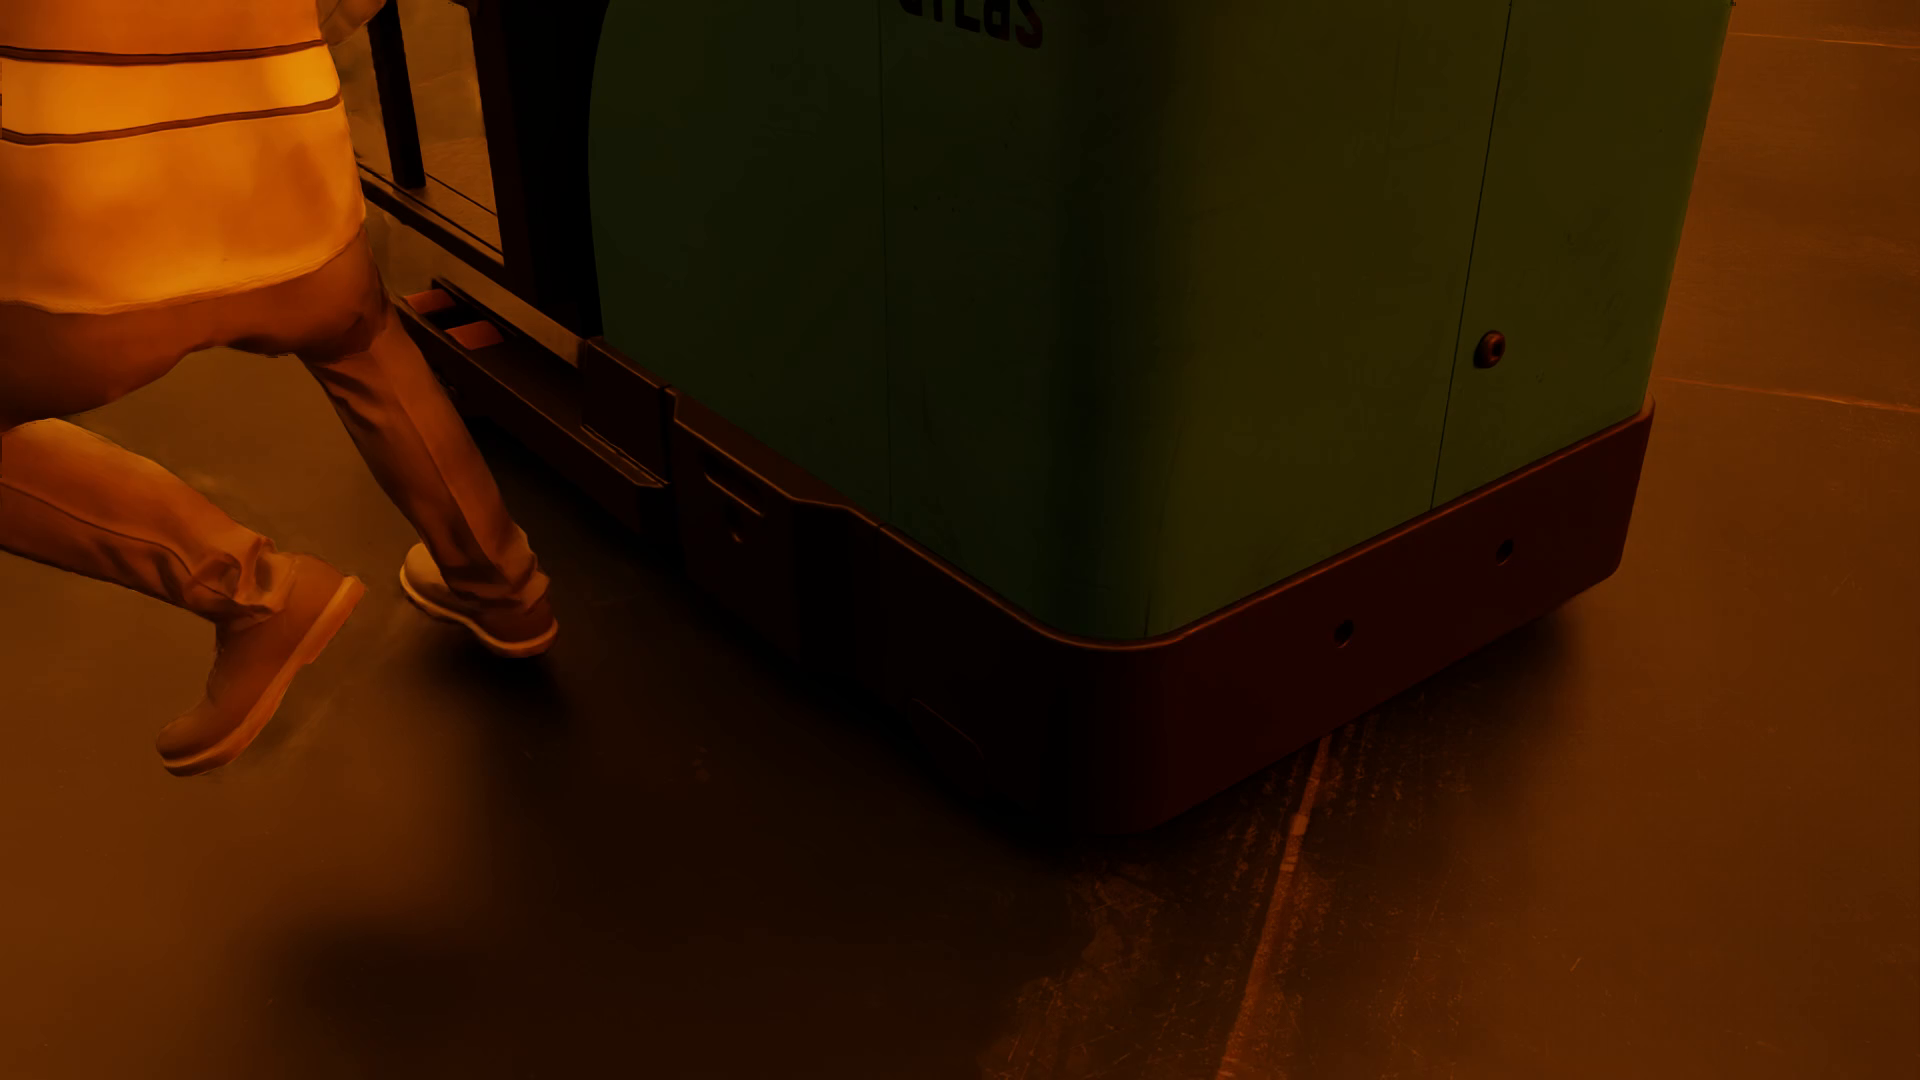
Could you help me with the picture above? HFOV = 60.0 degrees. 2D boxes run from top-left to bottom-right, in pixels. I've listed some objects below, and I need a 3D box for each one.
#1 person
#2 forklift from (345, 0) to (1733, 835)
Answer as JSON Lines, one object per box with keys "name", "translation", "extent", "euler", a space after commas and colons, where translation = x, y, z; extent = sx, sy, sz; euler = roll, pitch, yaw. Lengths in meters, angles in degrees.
{"name": "person", "translation": [-0.782, -0.399, 1.617], "extent": [0.630, 1.472, 0.729], "euler": [25, 38, 37]}
{"name": "forklift", "translation": [-0.387, -1.618, 2.383], "extent": [1.130, 2.935, 3.031], "euler": [-21, 36, -33]}
